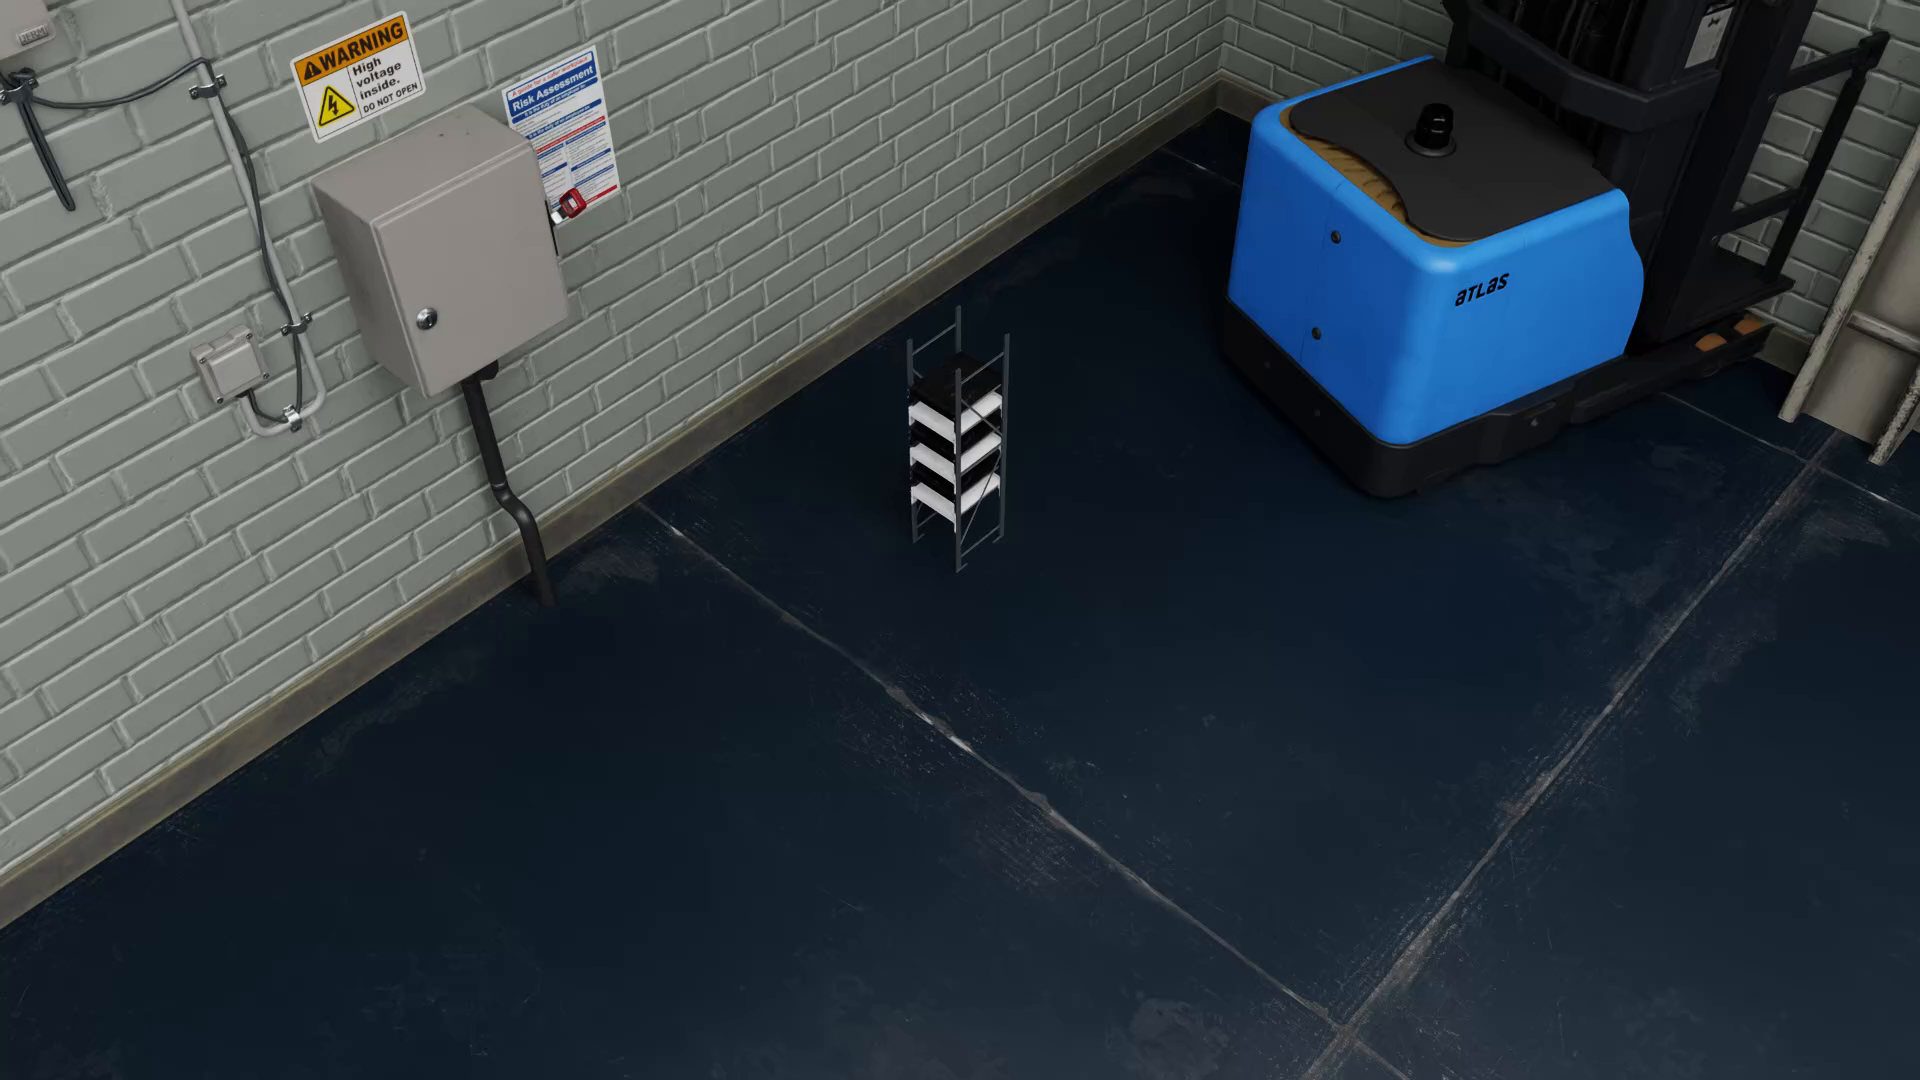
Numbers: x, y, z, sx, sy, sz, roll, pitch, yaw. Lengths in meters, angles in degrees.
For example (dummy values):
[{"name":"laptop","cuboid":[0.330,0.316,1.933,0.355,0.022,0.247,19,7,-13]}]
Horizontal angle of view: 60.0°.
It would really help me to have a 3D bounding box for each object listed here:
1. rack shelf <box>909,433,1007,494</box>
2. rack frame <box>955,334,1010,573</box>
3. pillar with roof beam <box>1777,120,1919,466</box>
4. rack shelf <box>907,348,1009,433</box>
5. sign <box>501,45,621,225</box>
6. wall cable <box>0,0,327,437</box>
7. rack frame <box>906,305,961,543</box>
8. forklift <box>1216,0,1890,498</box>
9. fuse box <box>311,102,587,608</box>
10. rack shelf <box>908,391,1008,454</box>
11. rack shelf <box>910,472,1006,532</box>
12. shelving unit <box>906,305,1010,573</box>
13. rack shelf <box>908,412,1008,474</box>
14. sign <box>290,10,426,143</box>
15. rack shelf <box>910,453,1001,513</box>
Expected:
[{"name":"rack shelf","cuboid":[-0.006,-0.289,5.450,0.200,0.077,0.258,34,55,28]},{"name":"rack frame","cuboid":[0.069,-0.262,5.379,0.006,0.900,0.240,34,55,28]},{"name":"pillar with roof beam","cuboid":[0.365,-1.219,0.722,0.400,9.000,9.100,34,55,28]},{"name":"rack shelf","cuboid":[-0.006,-0.474,5.253,0.200,0.077,0.258,34,55,28]},{"name":"sign","cuboid":[-1.154,-1.158,4.845,0.001,0.494,0.329,34,55,28]},{"name":"wall cable","cuboid":[-1.915,-0.883,3.825,0.122,1.984,0.588,34,55,28]},{"name":"rack frame","cuboid":[-0.081,-0.362,5.473,0.006,0.900,0.240,34,55,28]},{"name":"forklift","cuboid":[2.522,-1.940,5.561,3.031,2.935,1.130,-22,51,-19]},{"name":"fuse box","cuboid":[-1.336,-0.382,4.935,0.414,1.711,0.539,34,55,28]},{"name":"rack shelf","cuboid":[-0.006,-0.412,5.319,0.200,0.077,0.258,34,55,28]},{"name":"rack shelf","cuboid":[-0.006,-0.166,5.581,0.200,0.077,0.258,34,55,28]},{"name":"shelving unit","cuboid":[-0.006,-0.312,5.426,0.210,0.900,0.258,34,55,28]},{"name":"rack shelf","cuboid":[-0.006,-0.351,5.384,0.200,0.077,0.258,34,55,28]},{"name":"sign","cuboid":[-1.526,-1.179,4.233,0.001,0.242,0.339,34,55,28]},{"name":"rack shelf","cuboid":[-0.006,-0.228,5.516,0.200,0.077,0.258,34,55,28]}]
